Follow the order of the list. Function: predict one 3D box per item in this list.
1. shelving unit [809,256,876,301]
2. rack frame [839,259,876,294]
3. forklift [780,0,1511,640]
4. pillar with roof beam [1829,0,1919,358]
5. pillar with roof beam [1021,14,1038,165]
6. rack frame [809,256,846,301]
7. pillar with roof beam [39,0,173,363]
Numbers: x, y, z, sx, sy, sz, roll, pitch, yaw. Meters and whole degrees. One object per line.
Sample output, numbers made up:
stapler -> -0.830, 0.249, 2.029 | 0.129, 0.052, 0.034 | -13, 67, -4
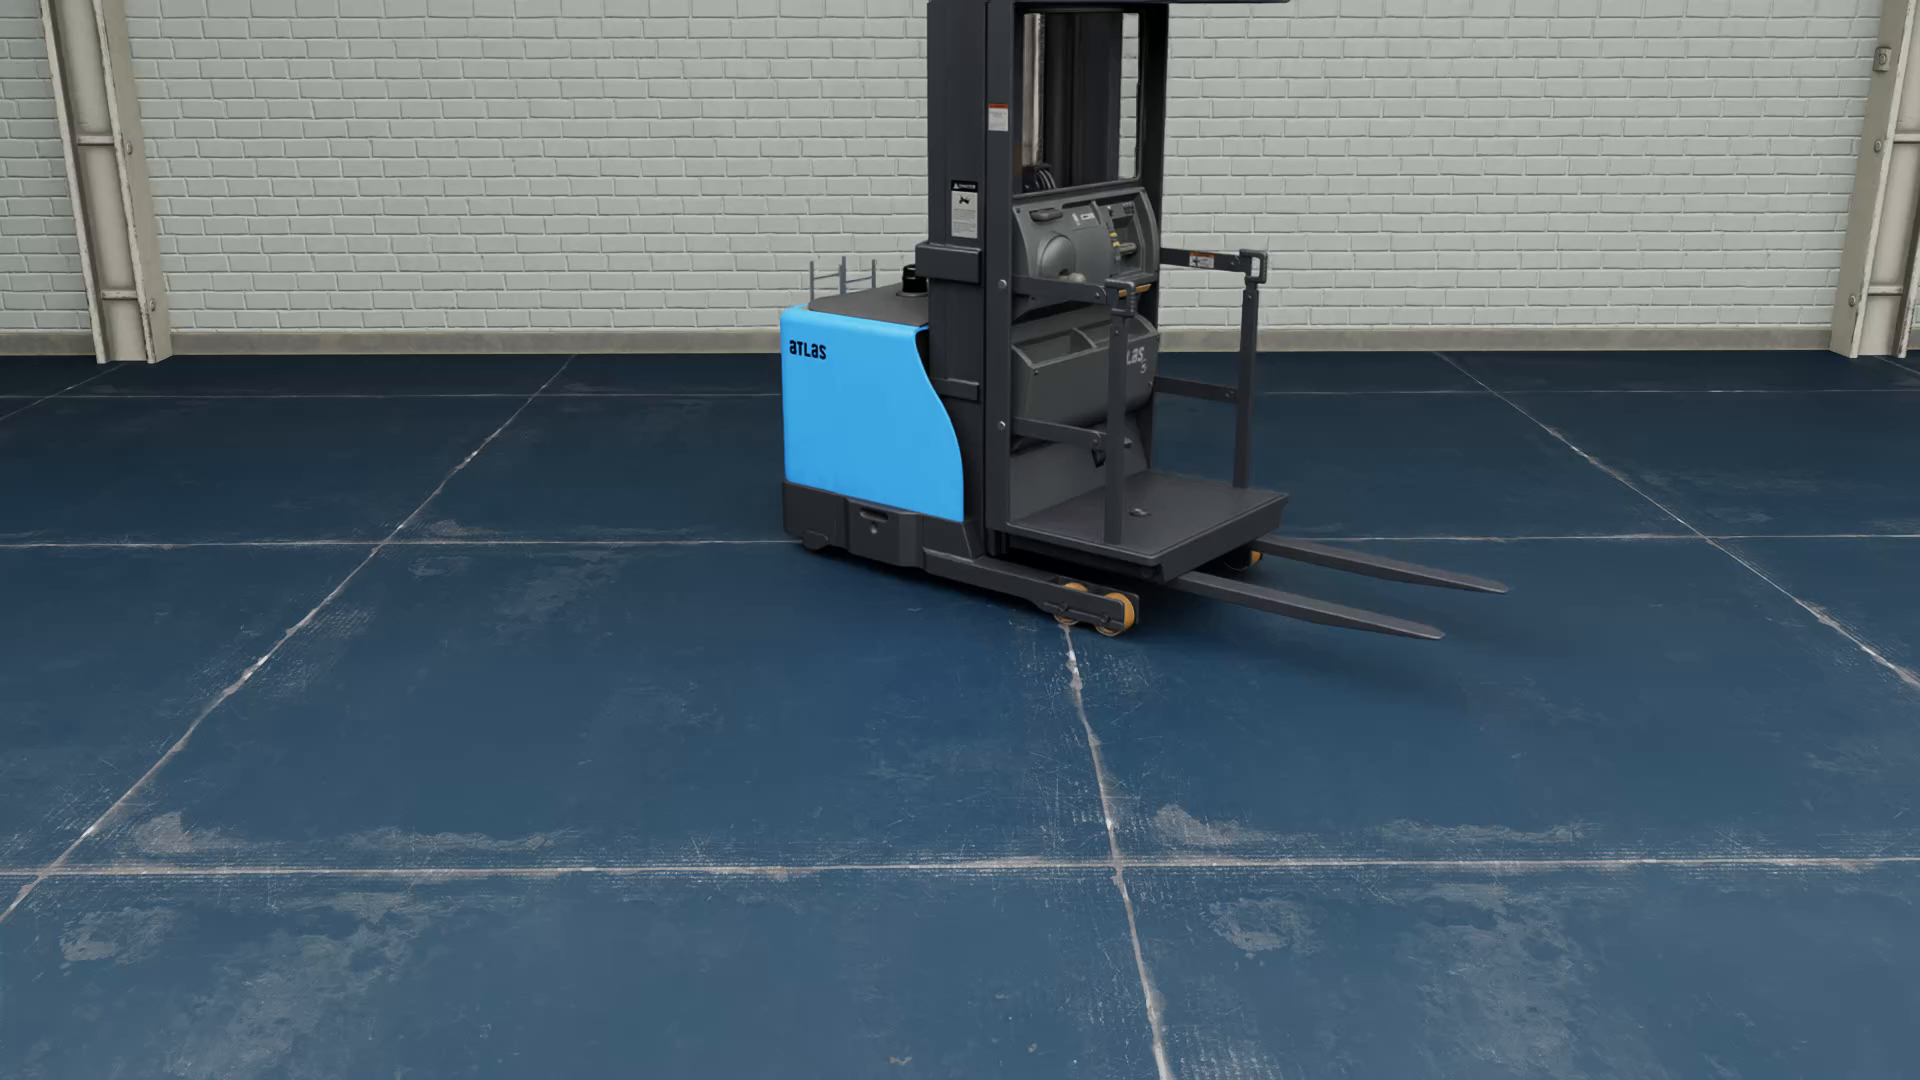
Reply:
shelving unit -> -0.538, -0.709, 7.793 | 0.189, 1.200, 0.258 | 14, 22, 36
rack frame -> -0.467, -0.692, 7.739 | 0.006, 1.200, 0.240 | 14, 22, 36
forklift -> 0.678, -1.208, 6.515 | 3.031, 2.935, 1.130 | 14, 22, 36
pillar with roof beam -> 6.399, -4.276, 6.146 | 0.400, 9.000, 9.100 | 0, 18, -1
pillar with roof beam -> 0.400, -4.247, 6.056 | 0.400, 9.000, 9.100 | 0, 18, -1
rack frame -> -0.610, -0.726, 7.847 | 0.006, 1.200, 0.240 | 14, 22, 36
pillar with roof beam -> -5.599, -4.218, 5.966 | 0.400, 9.000, 9.100 | 0, 18, -1
